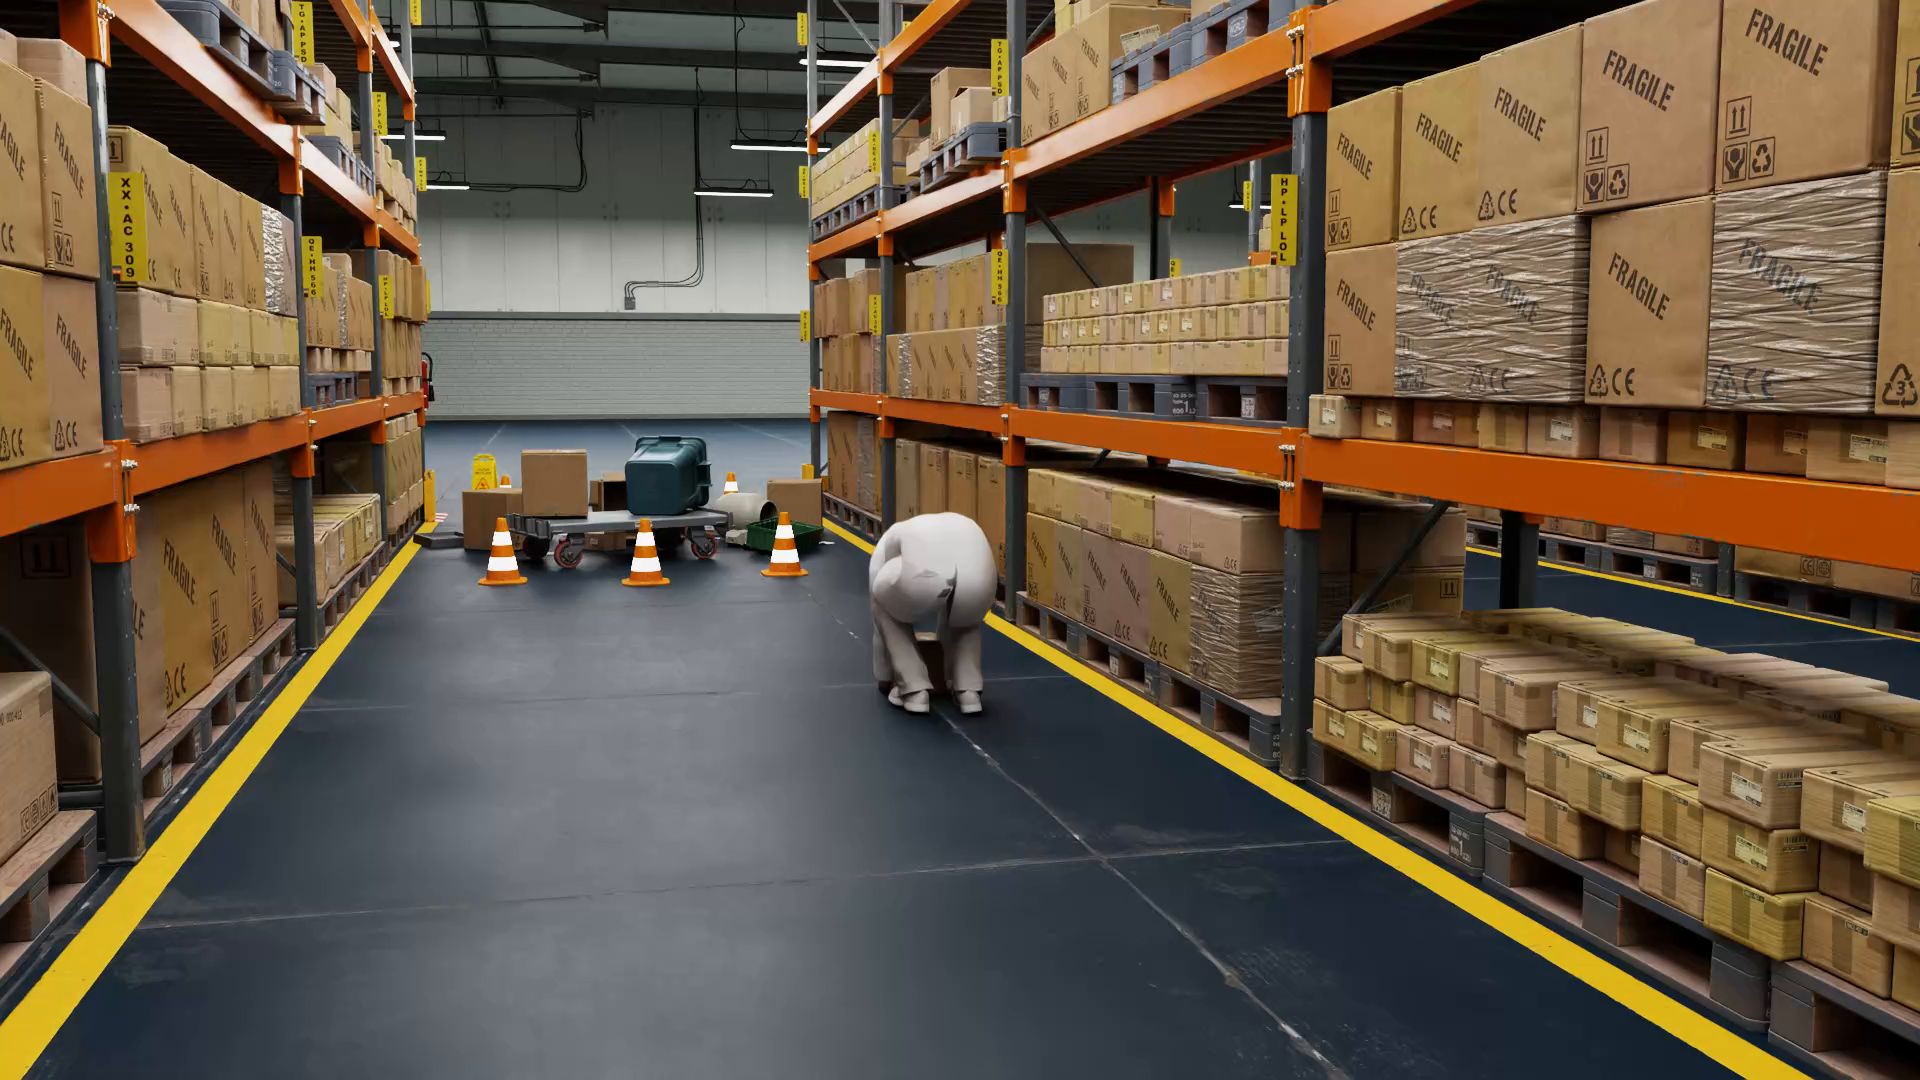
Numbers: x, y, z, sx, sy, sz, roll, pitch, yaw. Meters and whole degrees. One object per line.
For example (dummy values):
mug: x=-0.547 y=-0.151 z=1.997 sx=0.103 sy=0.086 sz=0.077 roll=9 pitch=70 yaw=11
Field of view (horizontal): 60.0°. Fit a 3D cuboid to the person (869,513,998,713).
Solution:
person: x=-0.143 y=0.317 z=7.664 sx=0.587 sy=0.911 sz=0.951 roll=-2 pitch=6 yaw=-15
